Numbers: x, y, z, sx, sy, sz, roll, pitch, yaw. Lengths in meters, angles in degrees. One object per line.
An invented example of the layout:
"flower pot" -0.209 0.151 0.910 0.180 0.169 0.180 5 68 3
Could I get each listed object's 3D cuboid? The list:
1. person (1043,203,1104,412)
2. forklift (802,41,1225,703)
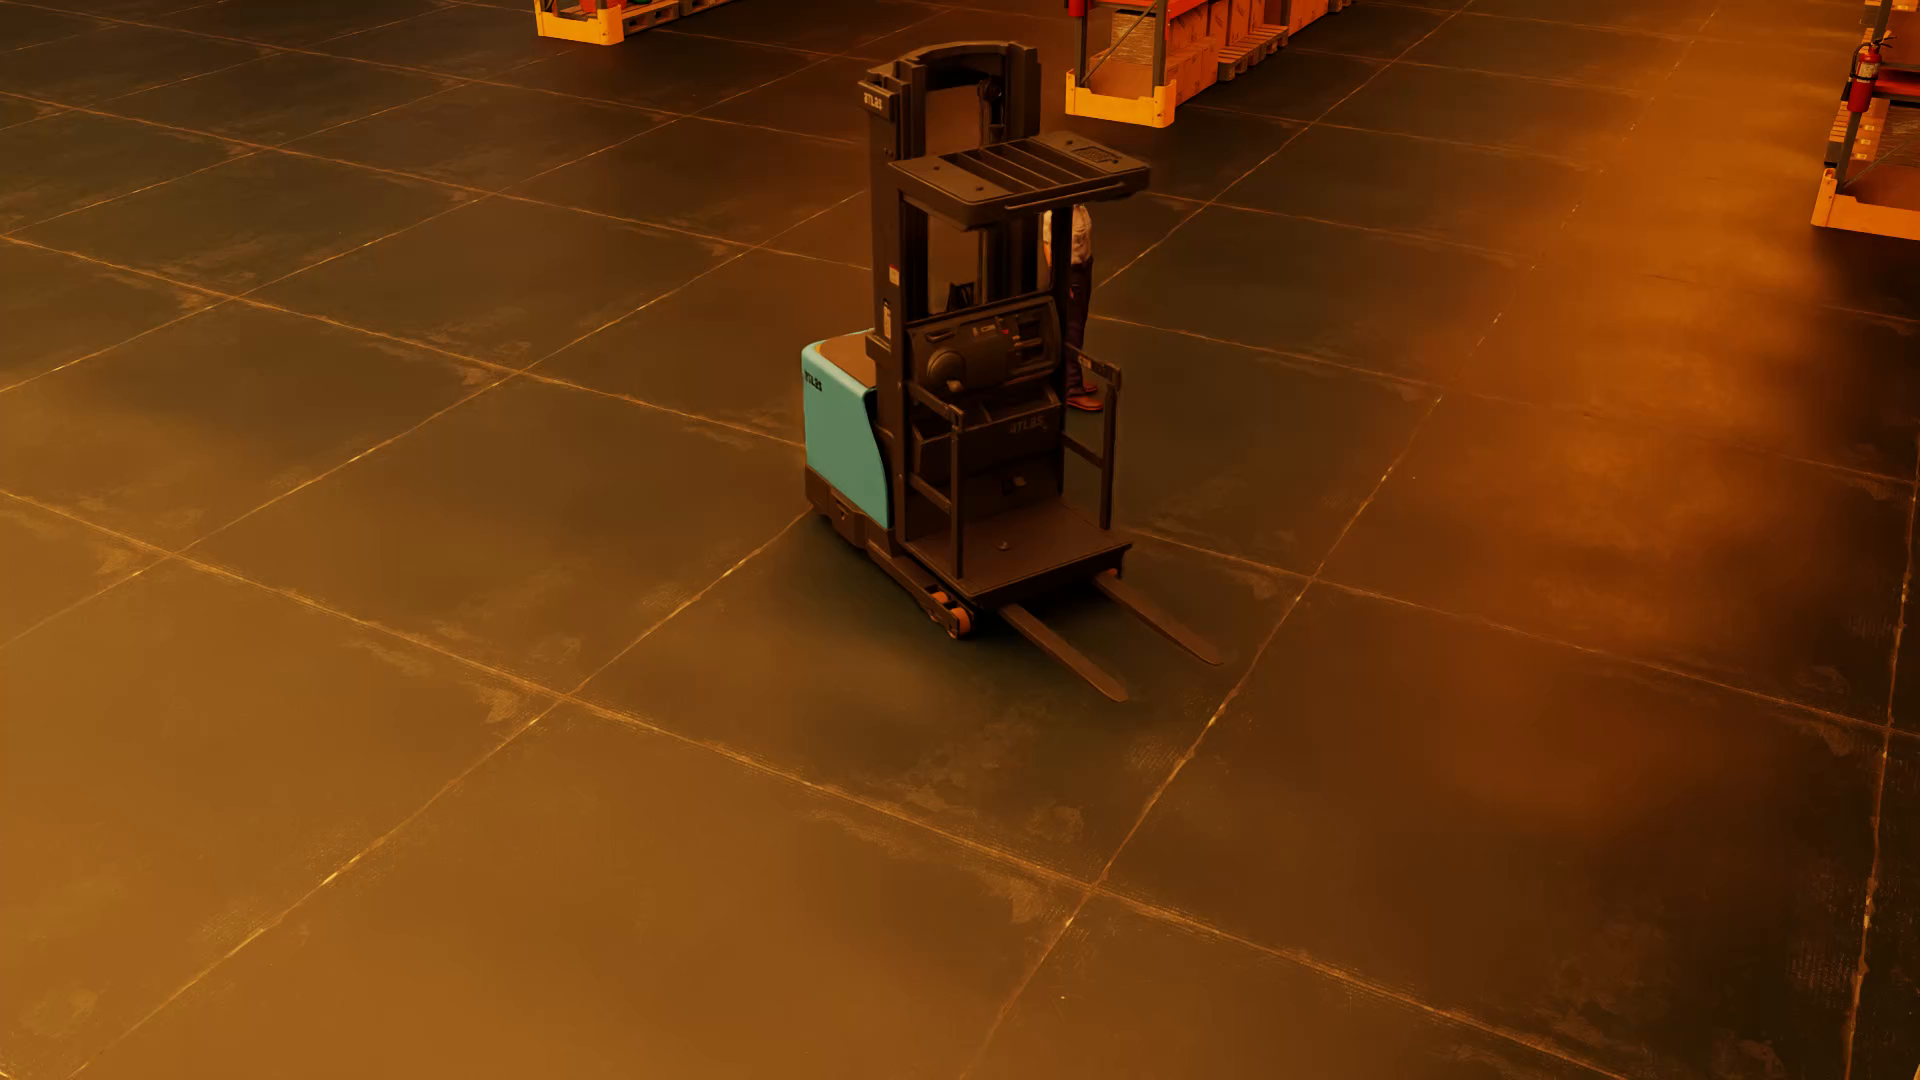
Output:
"person" 0.837 -1.761 11.407 0.504 1.643 0.587 10 31 17
"forklift" 0.258 -1.004 8.810 1.130 2.935 3.031 -18 34 -28
